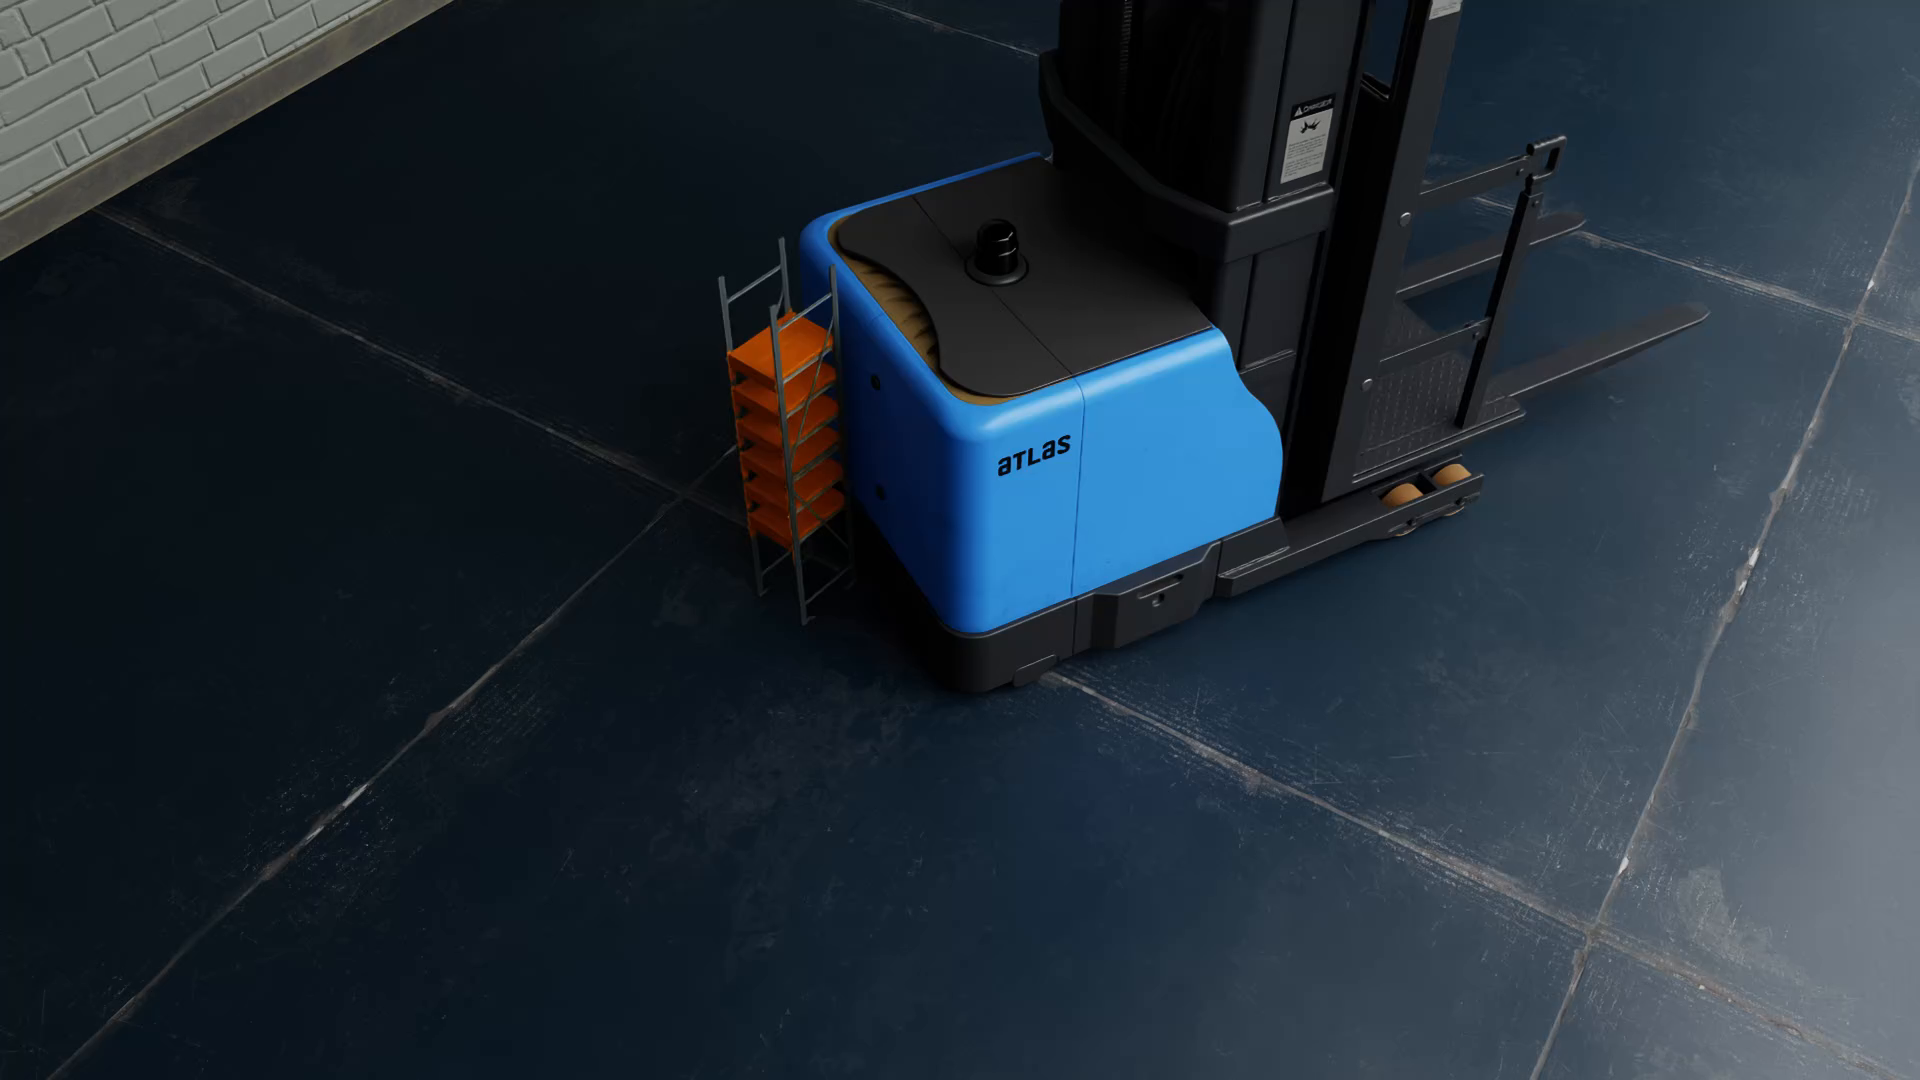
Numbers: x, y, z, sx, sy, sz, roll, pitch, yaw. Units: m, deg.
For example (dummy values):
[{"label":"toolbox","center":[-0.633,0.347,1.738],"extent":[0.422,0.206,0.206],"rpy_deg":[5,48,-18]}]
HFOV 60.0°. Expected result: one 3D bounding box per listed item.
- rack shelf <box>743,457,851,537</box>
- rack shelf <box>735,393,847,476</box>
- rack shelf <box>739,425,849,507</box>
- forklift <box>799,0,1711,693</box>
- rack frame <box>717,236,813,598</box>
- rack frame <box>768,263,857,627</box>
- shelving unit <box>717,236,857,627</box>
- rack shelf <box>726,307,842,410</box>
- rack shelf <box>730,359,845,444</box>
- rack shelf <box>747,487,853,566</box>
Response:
[{"label":"rack shelf","center":[-0.468,-0.152,4.791],"extent":[0.180,0.103,0.258],"rpy_deg":[31,53,27]},{"label":"rack shelf","center":[-0.468,-0.320,4.618],"extent":[0.180,0.103,0.258],"rpy_deg":[31,53,27]},{"label":"rack shelf","center":[-0.468,-0.236,4.705],"extent":[0.180,0.103,0.258],"rpy_deg":[31,53,27]},{"label":"forklift","center":[1.082,-1.350,4.518],"extent":[3.031,2.935,1.130],"rpy_deg":[-21,49,-19]},{"label":"rack frame","center":[-0.538,-0.309,4.714],"extent":[0.006,1.200,0.240],"rpy_deg":[31,53,27]},{"label":"rack frame","center":[-0.398,-0.225,4.632],"extent":[0.006,1.200,0.240],"rpy_deg":[31,53,27]},{"label":"shelving unit","center":[-0.468,-0.267,4.673],"extent":[0.189,1.200,0.258],"rpy_deg":[31,53,27]},{"label":"rack shelf","center":[-0.468,-0.487,4.446],"extent":[0.180,0.103,0.258],"rpy_deg":[31,53,27]},{"label":"rack shelf","center":[-0.468,-0.403,4.532],"extent":[0.180,0.103,0.258],"rpy_deg":[31,53,27]},{"label":"rack shelf","center":[-0.468,-0.069,4.877],"extent":[0.180,0.103,0.258],"rpy_deg":[31,53,27]}]
